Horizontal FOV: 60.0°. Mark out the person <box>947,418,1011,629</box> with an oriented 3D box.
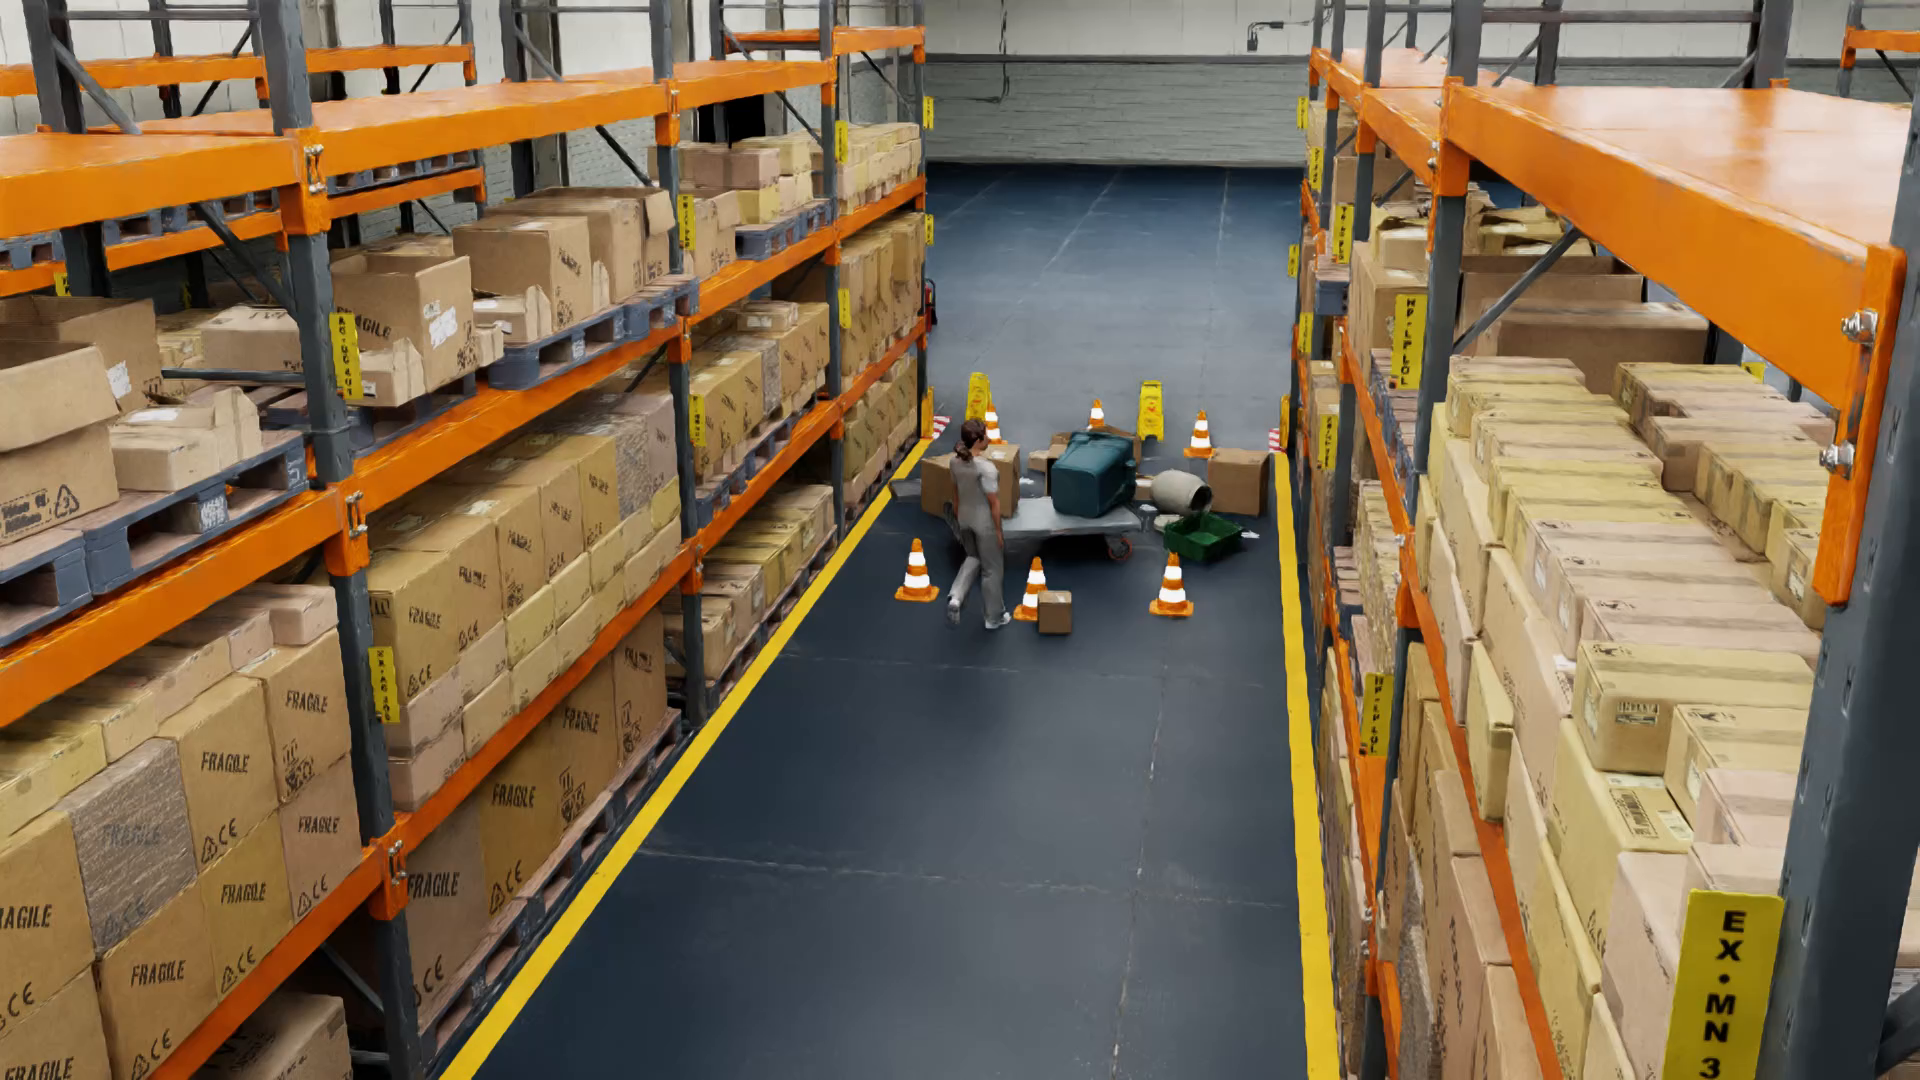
[{"bbox_3d":[0.172,-0.114,12.413,0.470,1.669,0.616,15,23,38],"label":"person"}]
